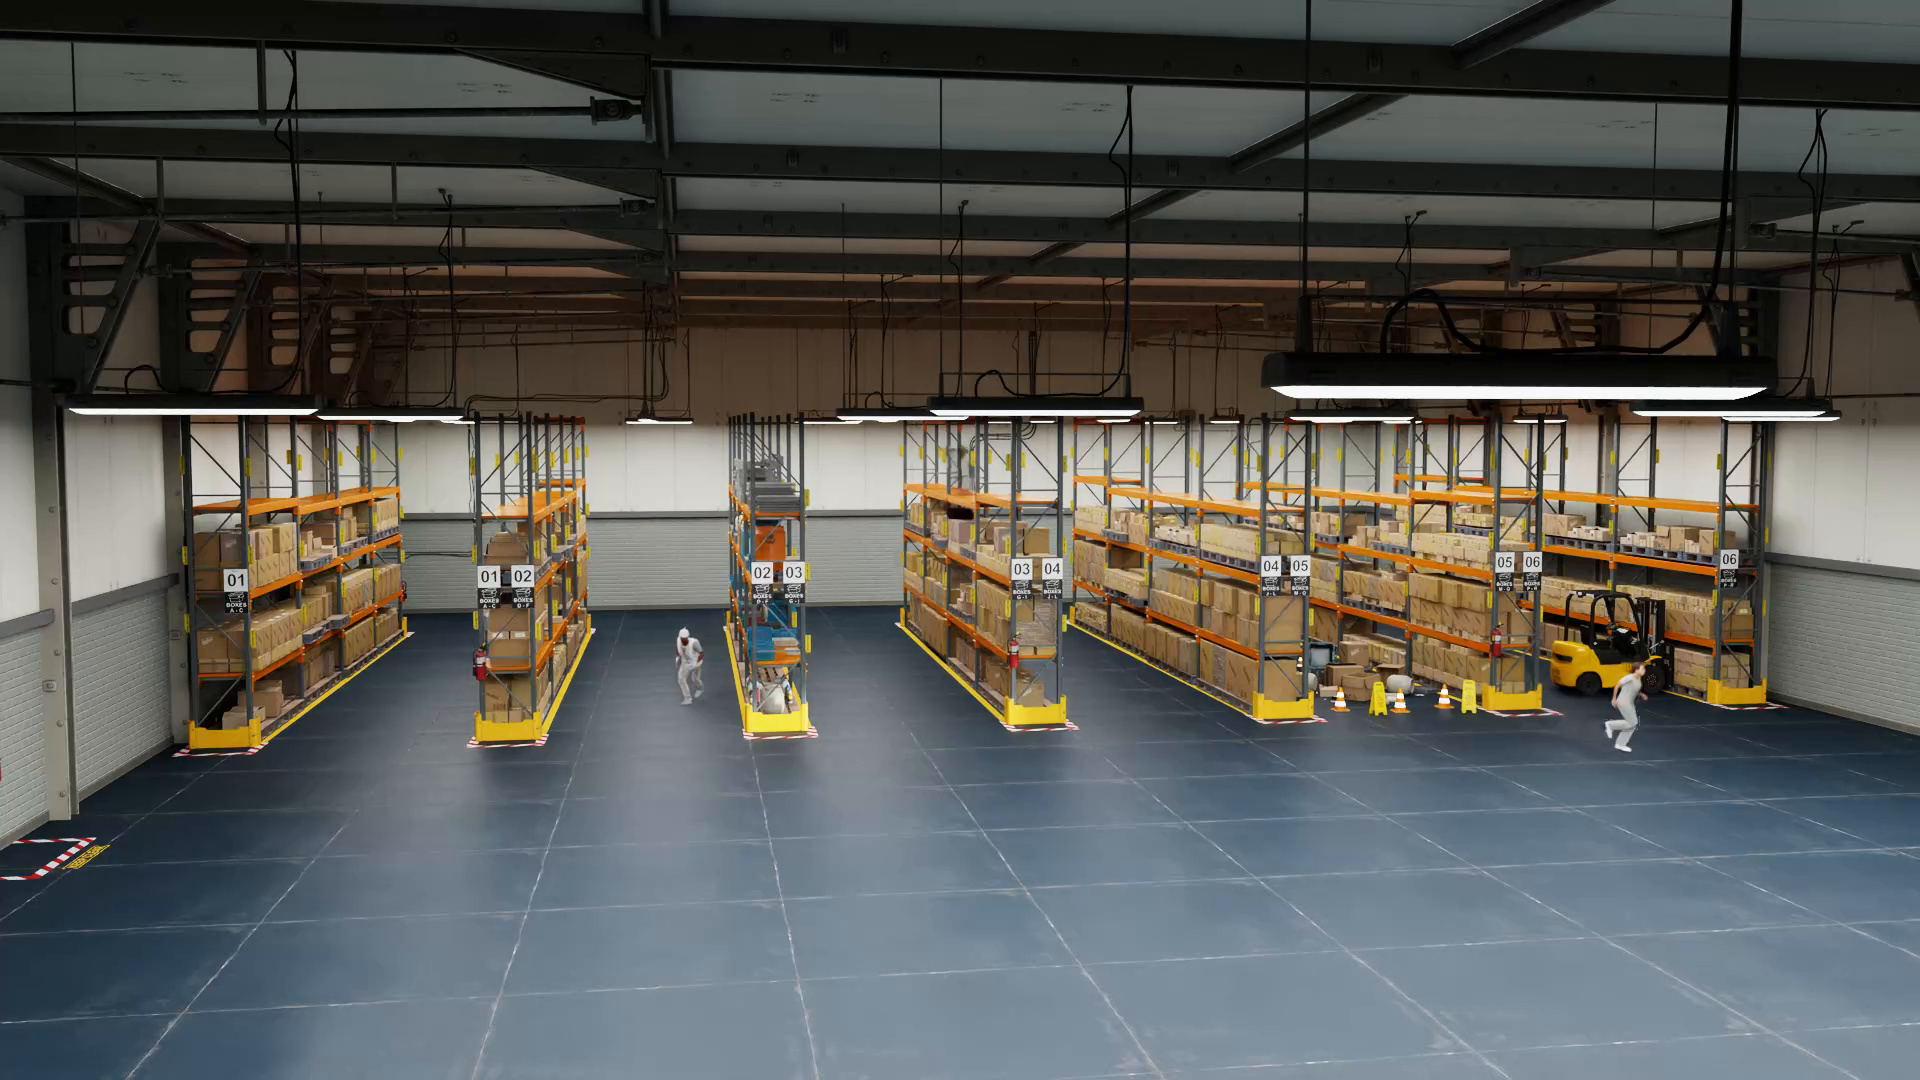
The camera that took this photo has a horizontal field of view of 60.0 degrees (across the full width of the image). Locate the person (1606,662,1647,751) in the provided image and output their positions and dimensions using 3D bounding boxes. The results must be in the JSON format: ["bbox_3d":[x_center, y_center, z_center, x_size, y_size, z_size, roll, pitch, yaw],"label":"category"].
[{"bbox_3d":[11.820,2.938,29.484,0.701,1.599,0.554,3,5,42],"label":"person"}]

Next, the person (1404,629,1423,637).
[{"bbox_3d":[11.561,1.974,42.243,0.630,1.811,0.827,0,4,-6],"label":"person"}]

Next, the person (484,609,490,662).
[{"bbox_3d":[-11.493,2.204,40.390,0.517,1.543,0.528,-1,4,-14],"label":"person"}]

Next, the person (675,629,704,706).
[{"bbox_3d":[-5.528,2.578,34.377,0.678,1.602,1.149,1,4,17],"label":"person"}]
